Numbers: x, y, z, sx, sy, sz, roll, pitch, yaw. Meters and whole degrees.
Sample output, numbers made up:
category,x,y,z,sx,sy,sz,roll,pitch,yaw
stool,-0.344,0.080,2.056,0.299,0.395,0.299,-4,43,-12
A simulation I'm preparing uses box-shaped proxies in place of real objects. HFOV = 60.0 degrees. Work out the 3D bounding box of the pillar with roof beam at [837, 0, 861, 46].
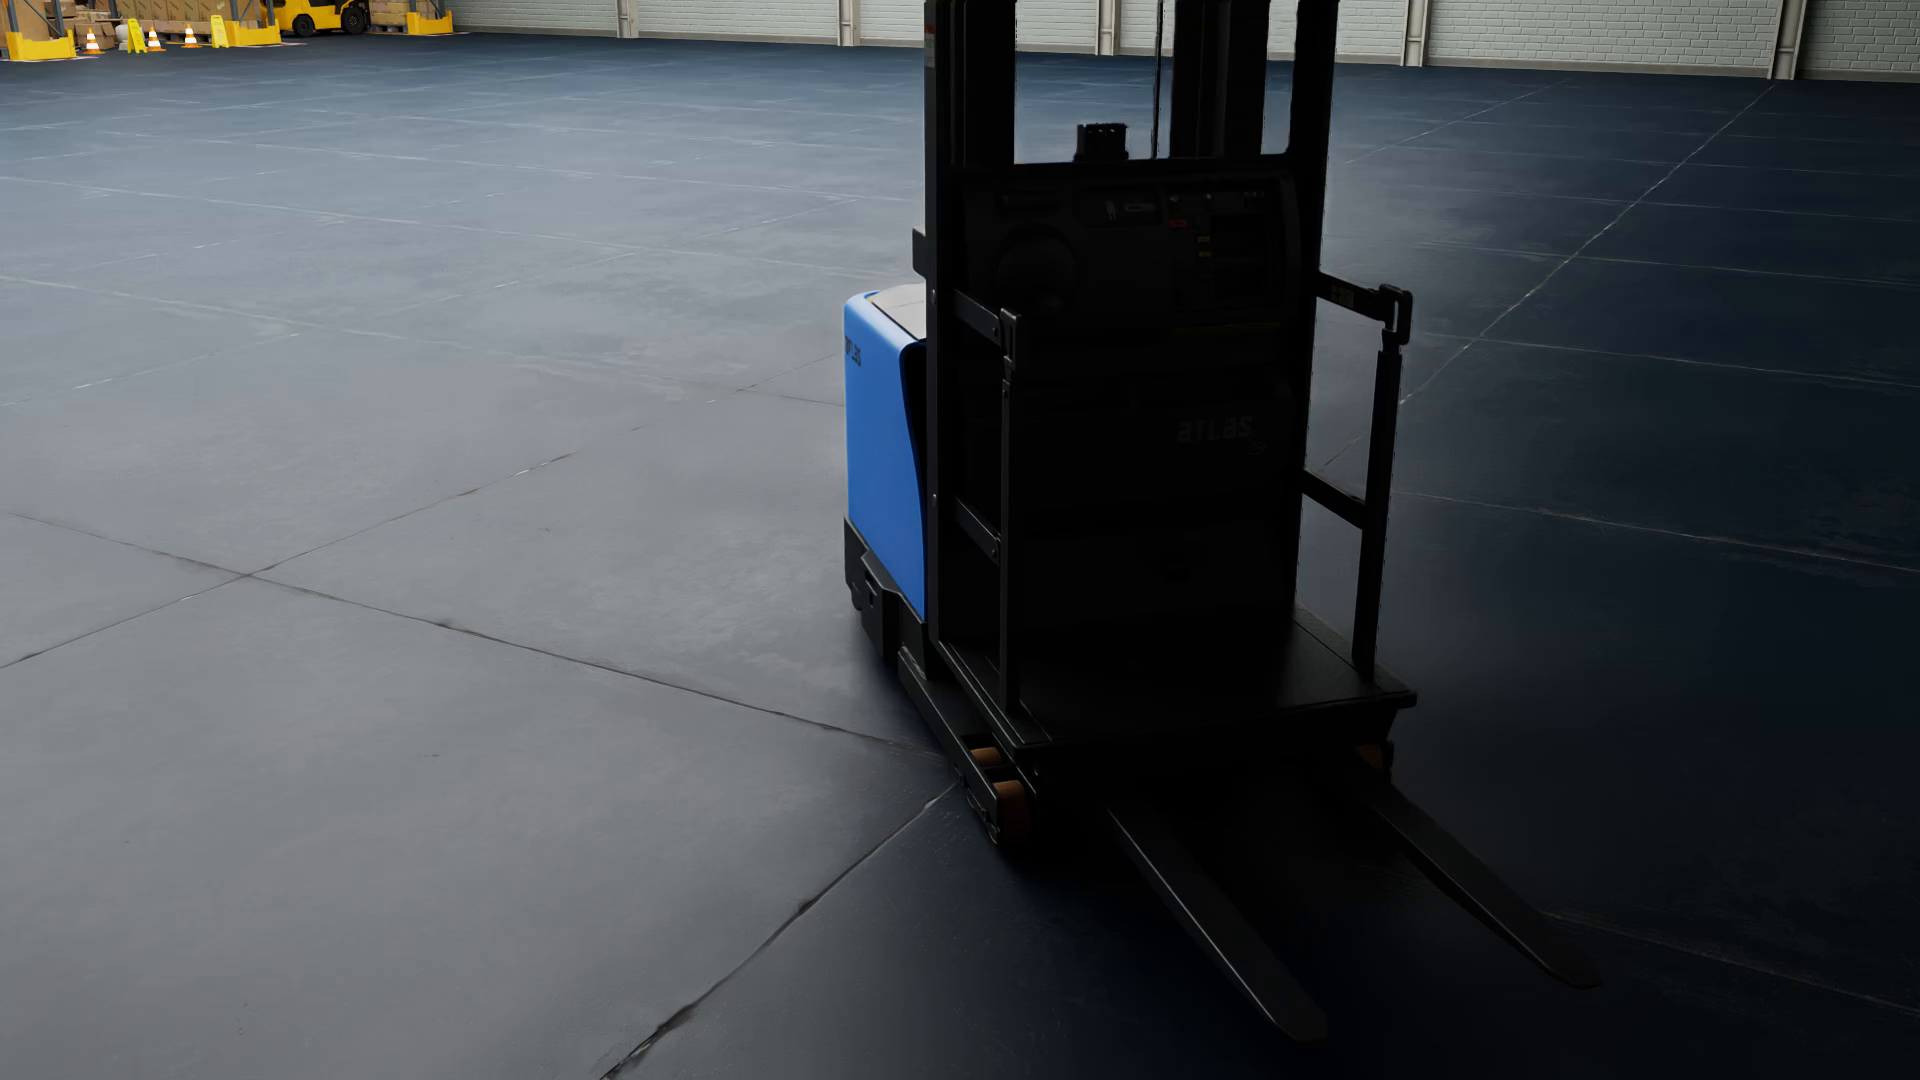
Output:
category,x,y,z,sx,sy,sz,roll,pitch,yaw
pillar with roof beam,-4.451,-13.447,30.239,0.400,9.000,9.100,11,23,27

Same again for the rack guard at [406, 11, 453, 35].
category,x,y,z,sx,sy,sz,roll,pitch,yaw
rack guard,-12.639,-12.341,39.653,0.348,0.500,1.175,11,23,27

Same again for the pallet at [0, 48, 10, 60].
category,x,y,z,sx,sy,sz,roll,pitch,yaw
pallet,-18.139,-9.350,31.831,1.213,0.211,1.003,11,23,27

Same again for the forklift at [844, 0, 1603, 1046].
category,x,y,z,sx,sy,sz,roll,pitch,yaw
forklift,0.518,-0.752,4.141,1.130,2.935,3.031,-6,21,-16

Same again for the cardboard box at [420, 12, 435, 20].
category,x,y,z,sx,sy,sz,roll,pitch,yaw
cardboard box,-12.993,-12.565,40.021,0.500,0.250,0.500,11,23,28

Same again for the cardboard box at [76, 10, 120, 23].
category,x,y,z,sx,sy,sz,roll,pitch,yaw
cardboard box,-19.658,-11.874,37.938,0.625,0.372,0.950,12,23,31

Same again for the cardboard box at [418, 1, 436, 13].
category,x,y,z,sx,sy,sz,roll,pitch,yaw
cardboard box,-12.969,-12.800,39.936,0.500,0.250,0.500,11,23,28

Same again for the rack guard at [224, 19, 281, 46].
category,x,y,z,sx,sy,sz,roll,pitch,yaw
rack guard,-15.143,-10.879,35.623,0.348,0.500,1.175,11,23,27

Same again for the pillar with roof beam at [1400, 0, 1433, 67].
category,x,y,z,sx,sy,sz,roll,pitch,yaw
pillar with roof beam,6.025,-11.451,24.737,0.400,9.000,9.100,11,23,27

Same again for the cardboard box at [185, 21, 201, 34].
category,x,y,z,sx,sy,sz,roll,pitch,yaw
cardboard box,-16.362,-11.089,35.953,0.500,0.250,0.500,11,23,27

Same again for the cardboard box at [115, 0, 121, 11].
category,x,y,z,sx,sy,sz,roll,pitch,yaw
cardboard box,-22.354,-14.305,44.451,0.500,0.500,0.500,10,22,27

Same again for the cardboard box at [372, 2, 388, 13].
category,x,y,z,sx,sy,sz,roll,pitch,yaw
cardboard box,-13.670,-12.734,39.755,0.500,0.250,0.500,11,22,27

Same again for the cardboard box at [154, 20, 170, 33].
category,x,y,z,sx,sy,sz,roll,pitch,yaw
cardboard box,-17.250,-11.260,36.425,0.500,0.250,0.500,10,22,27

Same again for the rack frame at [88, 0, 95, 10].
category,x,y,z,sx,sy,sz,roll,pitch,yaw
rack frame,-23.136,-15.515,44.739,0.127,3.000,1.000,11,23,27

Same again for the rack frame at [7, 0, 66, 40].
category,x,y,z,sx,sy,sz,roll,pitch,yaw
rack frame,-17.403,-10.551,31.053,0.127,3.000,1.000,11,23,27

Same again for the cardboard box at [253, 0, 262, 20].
category,x,y,z,sx,sy,sz,roll,pitch,yaw
cardboard box,-17.286,-13.481,41.997,0.625,0.625,0.875,11,22,27

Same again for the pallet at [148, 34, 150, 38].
category,x,y,z,sx,sy,sz,roll,pitch,yaw
pallet,-19.250,-11.525,37.827,1.213,0.211,1.003,11,23,27

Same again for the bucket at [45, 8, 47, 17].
category,x,y,z,sx,sy,sz,roll,pitch,yaw
bucket,-19.652,-11.056,35.016,0.726,0.611,0.620,-16,16,-38

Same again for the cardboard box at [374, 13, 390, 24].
category,x,y,z,sx,sy,sz,roll,pitch,yaw
cardboard box,-13.653,-12.494,39.827,0.500,0.250,0.500,11,23,27

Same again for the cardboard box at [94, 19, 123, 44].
category,x,y,z,sx,sy,sz,roll,pitch,yaw
cardboard box,-18.297,-10.950,35.814,0.500,0.500,0.500,-7,21,-20

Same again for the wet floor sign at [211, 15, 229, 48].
category,x,y,z,sx,sy,sz,roll,pitch,yaw
wet floor sign,-15.433,-10.585,34.598,0.267,0.644,0.232,-16,26,-38

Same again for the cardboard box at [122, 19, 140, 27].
category,x,y,z,sx,sy,sz,roll,pitch,yaw
cardboard box,-18.186,-11.433,36.901,0.500,0.250,0.500,10,22,25

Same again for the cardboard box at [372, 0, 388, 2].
category,x,y,z,sx,sy,sz,roll,pitch,yaw
cardboard box,-13.662,-12.962,39.649,0.500,0.250,0.500,11,23,28

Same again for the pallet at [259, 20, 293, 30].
category,x,y,z,sx,sy,sz,roll,pitch,yaw
pallet,-16.814,-12.985,41.853,1.213,0.211,1.003,11,23,27

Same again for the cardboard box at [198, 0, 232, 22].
category,x,y,z,sx,sy,sz,roll,pitch,yaw
cardboard box,-15.904,-11.355,35.585,0.500,0.500,0.500,11,23,28

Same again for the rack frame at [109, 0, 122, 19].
category,x,y,z,sx,sy,sz,roll,pitch,yaw
rack frame,-18.569,-12.707,36.996,0.127,3.000,1.000,11,23,27

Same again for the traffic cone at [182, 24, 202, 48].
category,x,y,z,sx,sy,sz,roll,pitch,yaw
traffic cone,-16.082,-10.536,34.733,0.334,0.463,0.336,11,23,27

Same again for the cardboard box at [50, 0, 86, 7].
category,x,y,z,sx,sy,sz,roll,pitch,yaw
cardboard box,-24.507,-14.747,45.670,0.500,0.500,0.700,10,22,25

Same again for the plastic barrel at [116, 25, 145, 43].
category,x,y,z,sx,sy,sz,roll,pitch,yaw
plastic barrel,-17.619,-10.723,35.306,0.512,0.421,0.421,-7,21,-20

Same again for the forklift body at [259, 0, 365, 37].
category,x,y,z,sx,sy,sz,roll,pitch,yaw
forklift body,-15.205,-12.893,38.754,1.214,2.155,2.313,11,23,27

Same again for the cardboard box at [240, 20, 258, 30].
category,x,y,z,sx,sy,sz,roll,pitch,yaw
cardboard box,-15.647,-11.163,36.156,0.500,0.250,0.500,11,22,27

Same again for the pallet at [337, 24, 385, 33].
category,x,y,z,sx,sy,sz,roll,pitch,yaw
pallet,-14.409,-12.527,40.590,1.213,0.211,1.003,11,23,27

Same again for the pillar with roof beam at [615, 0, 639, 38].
category,x,y,z,sx,sy,sz,roll,pitch,yaw
pillar with roof beam,-9.689,-14.445,32.990,0.400,9.000,9.100,11,23,27

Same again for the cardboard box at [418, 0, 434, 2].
category,x,y,z,sx,sy,sz,roll,pitch,yaw
cardboard box,-12.987,-13.031,39.840,0.500,0.250,0.500,10,22,26

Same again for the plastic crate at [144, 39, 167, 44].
category,x,y,z,sx,sy,sz,roll,pitch,yaw
plastic crate,-17.598,-10.829,36.101,0.583,0.080,0.402,3,20,9

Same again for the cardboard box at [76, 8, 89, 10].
category,x,y,z,sx,sy,sz,roll,pitch,yaw
cardboard box,-23.766,-14.378,45.168,0.250,0.149,0.380,10,22,26

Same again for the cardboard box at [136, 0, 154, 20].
category,x,y,z,sx,sy,sz,roll,pitch,yaw
cardboard box,-17.713,-11.700,36.538,0.500,0.500,0.500,12,23,29

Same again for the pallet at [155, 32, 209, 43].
category,x,y,z,sx,sy,sz,roll,pitch,yaw
pallet,-16.896,-11.092,36.634,1.213,0.211,1.003,11,23,27

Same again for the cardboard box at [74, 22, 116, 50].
category,x,y,z,sx,sy,sz,roll,pitch,yaw
cardboard box,-17.845,-10.406,34.315,0.637,0.503,0.797,-4,20,-10

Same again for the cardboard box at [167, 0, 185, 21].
category,x,y,z,sx,sy,sz,roll,pitch,yaw
cardboard box,-16.798,-11.526,36.058,0.500,0.500,0.500,10,22,26

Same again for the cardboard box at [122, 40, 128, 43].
category,x,y,z,sx,sy,sz,roll,pitch,yaw
cardboard box,-17.206,-10.318,34.591,0.380,0.149,0.250,-11,23,-29
